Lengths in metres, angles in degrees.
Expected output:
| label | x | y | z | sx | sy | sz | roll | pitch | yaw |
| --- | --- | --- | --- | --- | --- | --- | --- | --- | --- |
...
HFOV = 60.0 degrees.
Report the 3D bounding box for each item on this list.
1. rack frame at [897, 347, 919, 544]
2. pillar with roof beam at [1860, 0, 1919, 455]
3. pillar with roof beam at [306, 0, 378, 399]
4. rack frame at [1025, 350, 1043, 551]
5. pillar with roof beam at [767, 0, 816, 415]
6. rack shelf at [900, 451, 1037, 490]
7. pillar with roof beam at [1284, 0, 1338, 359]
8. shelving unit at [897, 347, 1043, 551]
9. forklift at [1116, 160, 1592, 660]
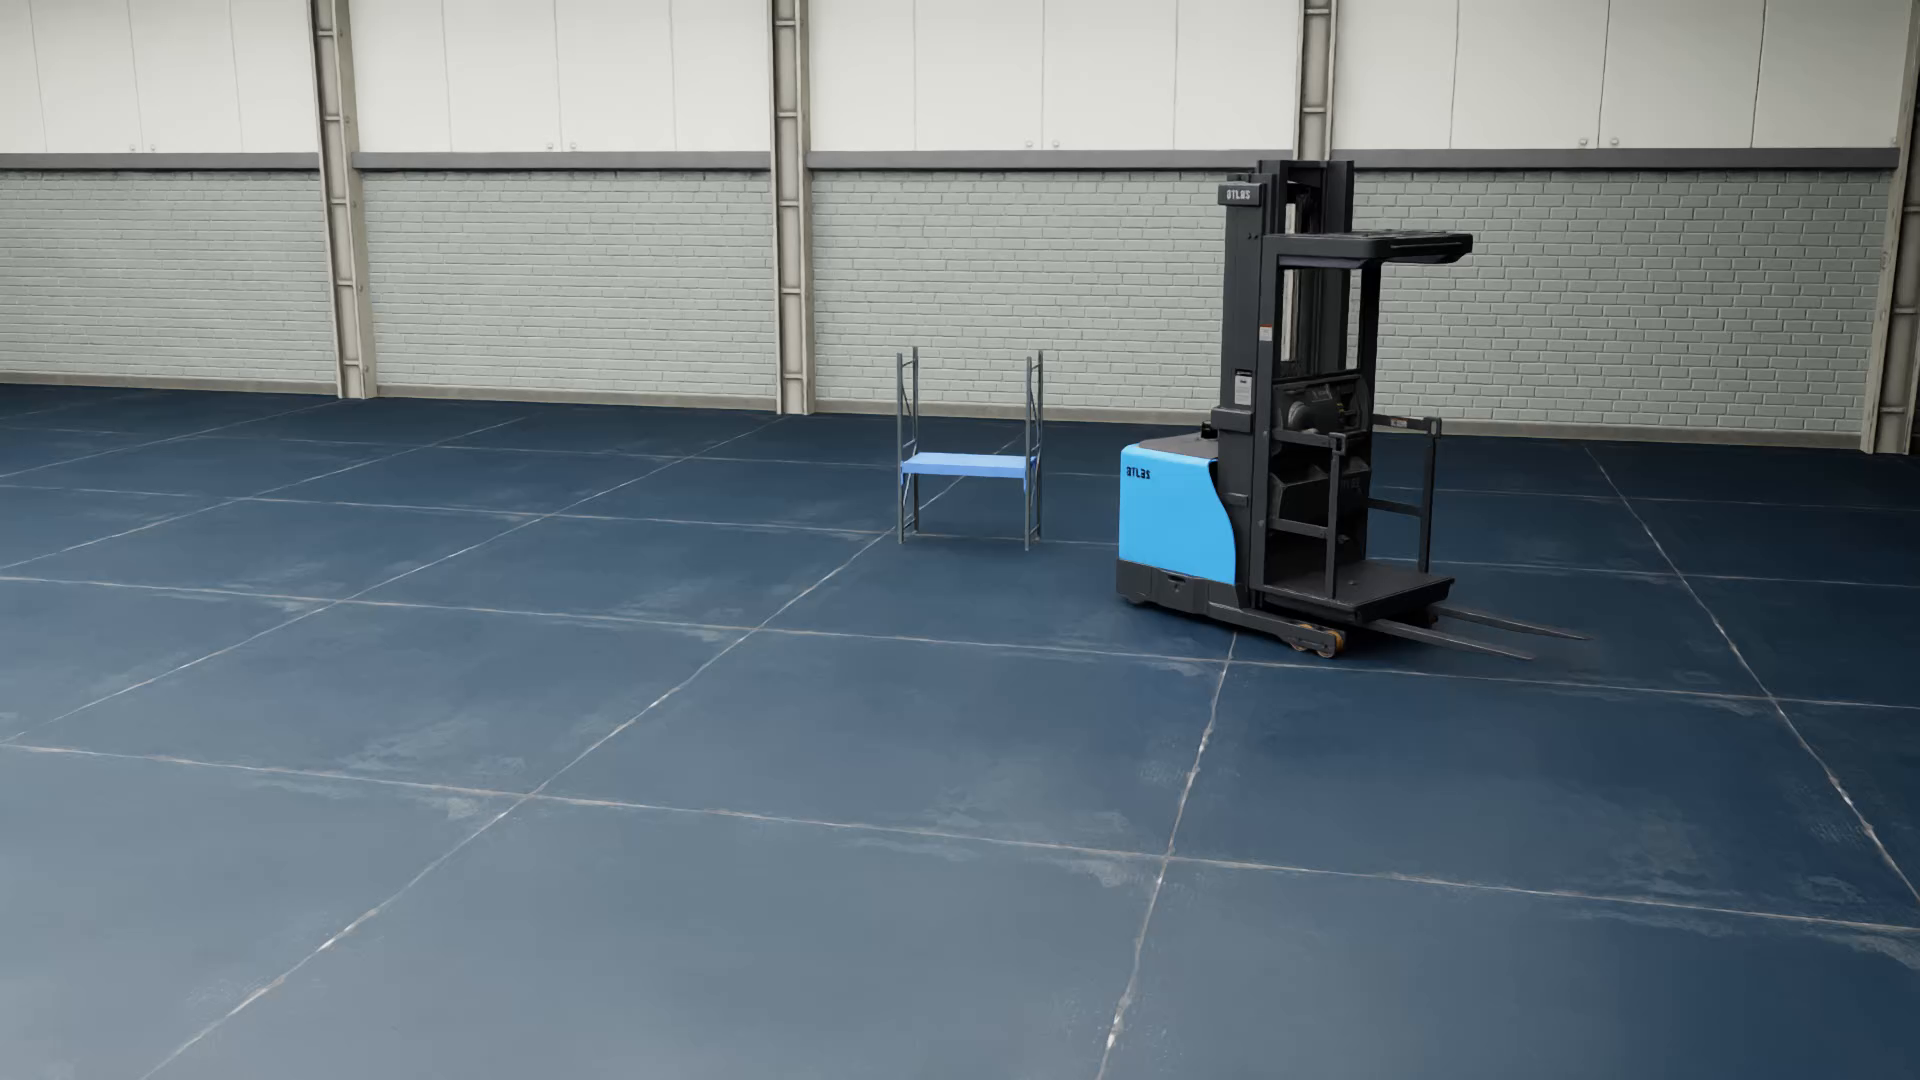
| label | x | y | z | sx | sy | sz | roll | pitch | yaw |
| --- | --- | --- | --- | --- | --- | --- | --- | --- | --- |
| rack frame | -0.411 | -0.754 | 13.170 | 0.032 | 1.500 | 0.500 | 3 | 13 | 14 |
| pillar with roof beam | 8.631 | -4.410 | 12.335 | 0.400 | 9.000 | 9.100 | 3 | 13 | 14 |
| pillar with roof beam | -8.844 | -5.344 | 16.545 | 0.400 | 9.000 | 9.100 | 3 | 13 | 14 |
| rack frame | 0.576 | -0.701 | 12.932 | 0.032 | 1.500 | 0.500 | 3 | 13 | 14 |
| pillar with roof beam | -3.019 | -5.033 | 15.142 | 0.400 | 9.000 | 9.100 | 3 | 13 | 14 |
| rack shelf | 0.083 | -0.552 | 13.090 | 1.000 | 0.185 | 0.538 | 3 | 13 | 14 |
| pillar with roof beam | 2.806 | -4.721 | 13.739 | 0.400 | 9.000 | 9.100 | 3 | 13 | 14 |
| shelving unit | 0.083 | -0.728 | 13.051 | 1.048 | 1.500 | 0.538 | 3 | 13 | 14 |
| forklift | 2.416 | -0.844 | 10.271 | 1.130 | 2.935 | 3.031 | -11 | 17 | -41 |
